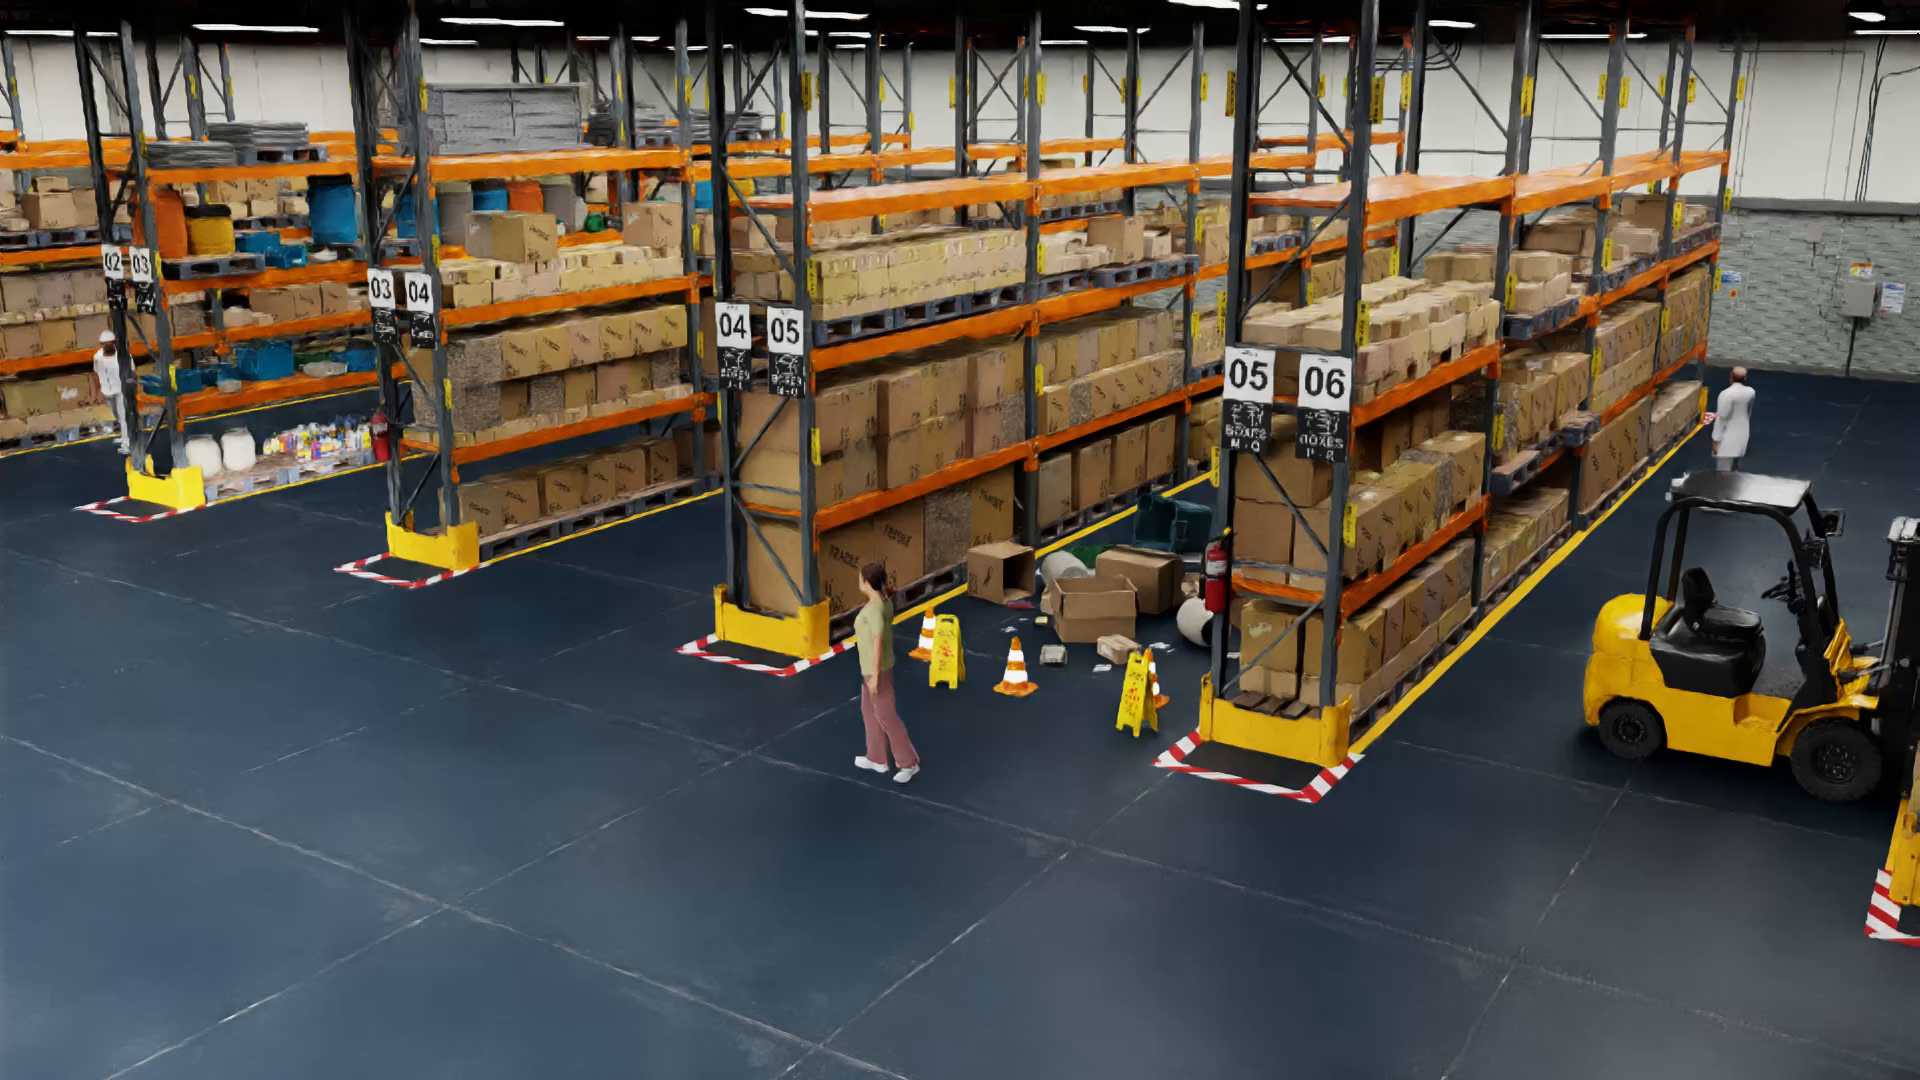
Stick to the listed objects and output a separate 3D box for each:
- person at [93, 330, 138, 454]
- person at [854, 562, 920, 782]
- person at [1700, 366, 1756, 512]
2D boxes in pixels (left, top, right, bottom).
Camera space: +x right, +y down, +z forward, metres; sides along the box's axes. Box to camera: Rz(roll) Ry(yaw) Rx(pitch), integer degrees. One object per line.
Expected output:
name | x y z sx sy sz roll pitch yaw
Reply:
person | -11.995 -2.119 23.612 0.596 1.739 0.939 2 16 7
person | -0.567 0.988 12.600 0.537 1.665 0.564 1 16 5
person | 9.381 -1.258 20.372 0.636 1.782 0.551 -8 17 -27
